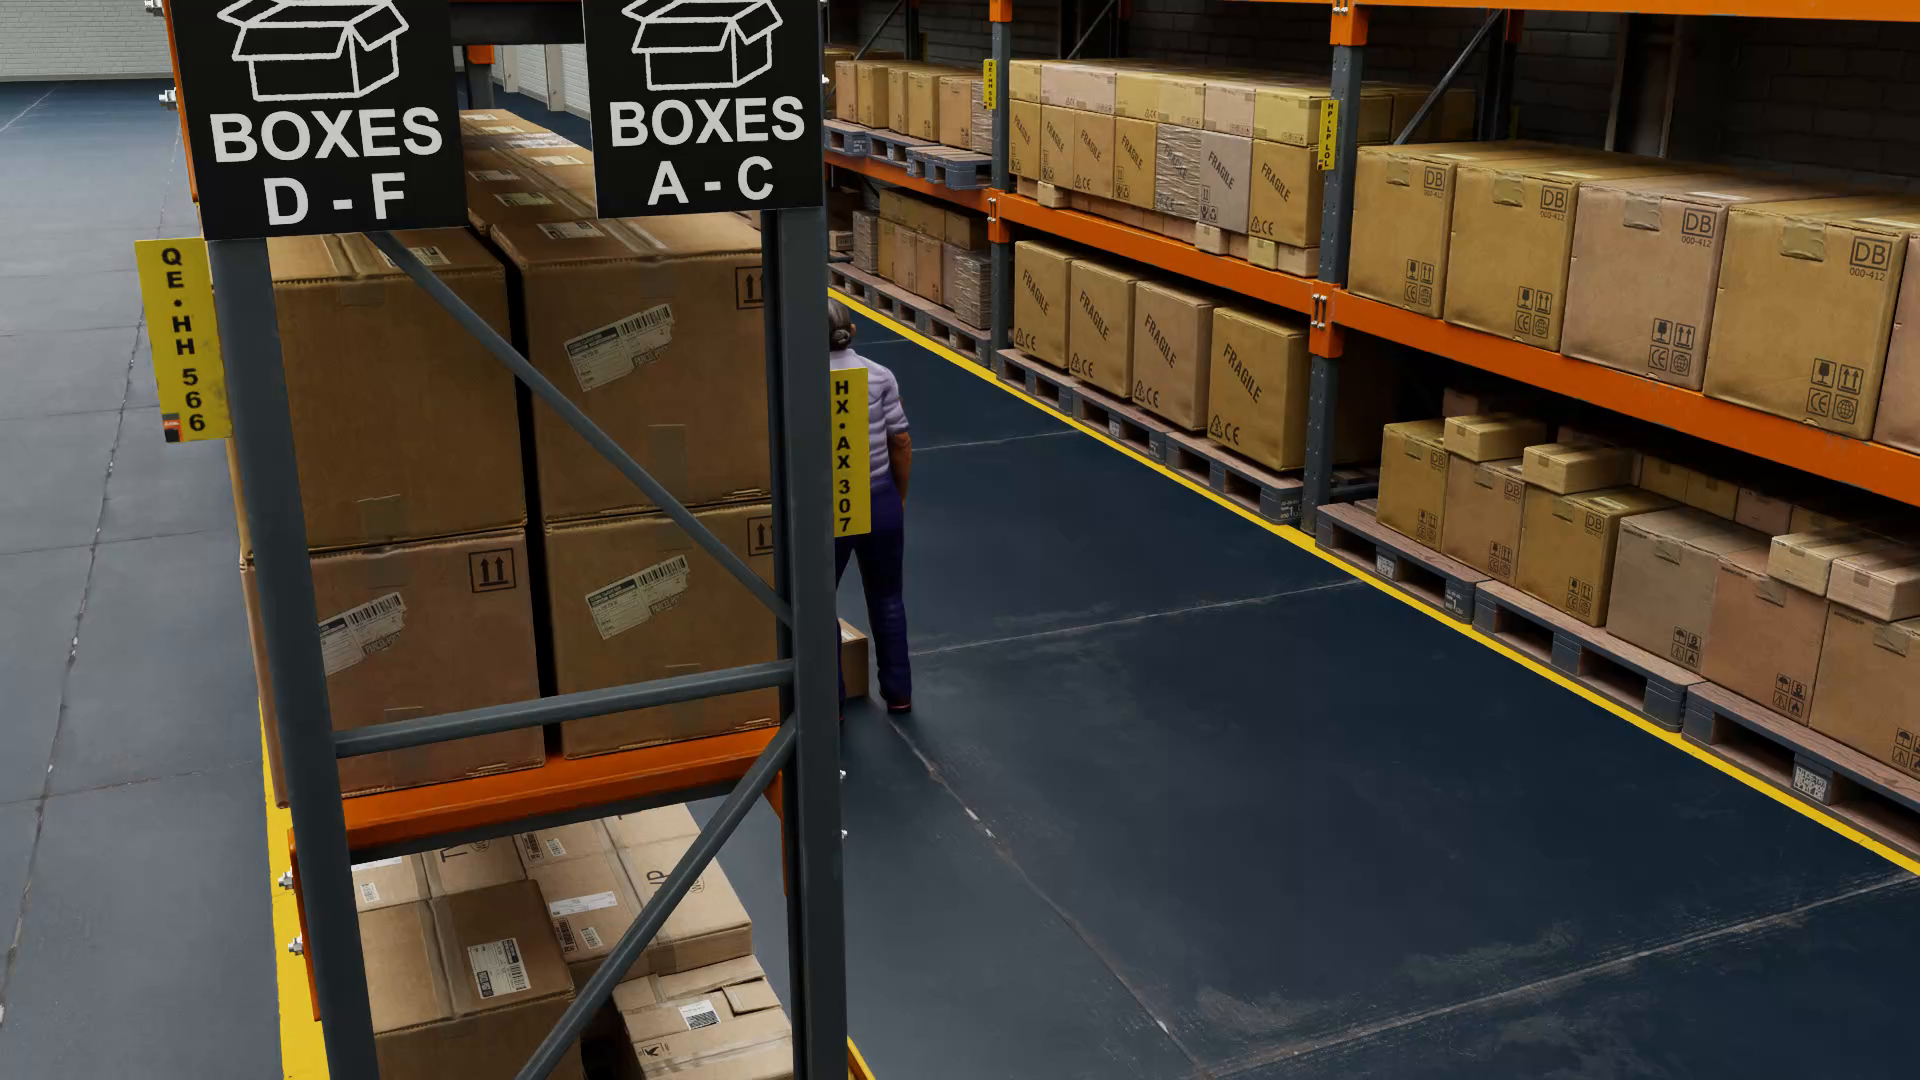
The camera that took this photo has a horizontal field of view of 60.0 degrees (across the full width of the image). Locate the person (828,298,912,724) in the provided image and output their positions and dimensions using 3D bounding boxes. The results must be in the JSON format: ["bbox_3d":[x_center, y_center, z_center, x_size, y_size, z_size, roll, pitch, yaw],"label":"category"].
[{"bbox_3d":[-0.424,-0.097,6.359,0.559,1.652,0.364,-9,21,-24],"label":"person"}]
